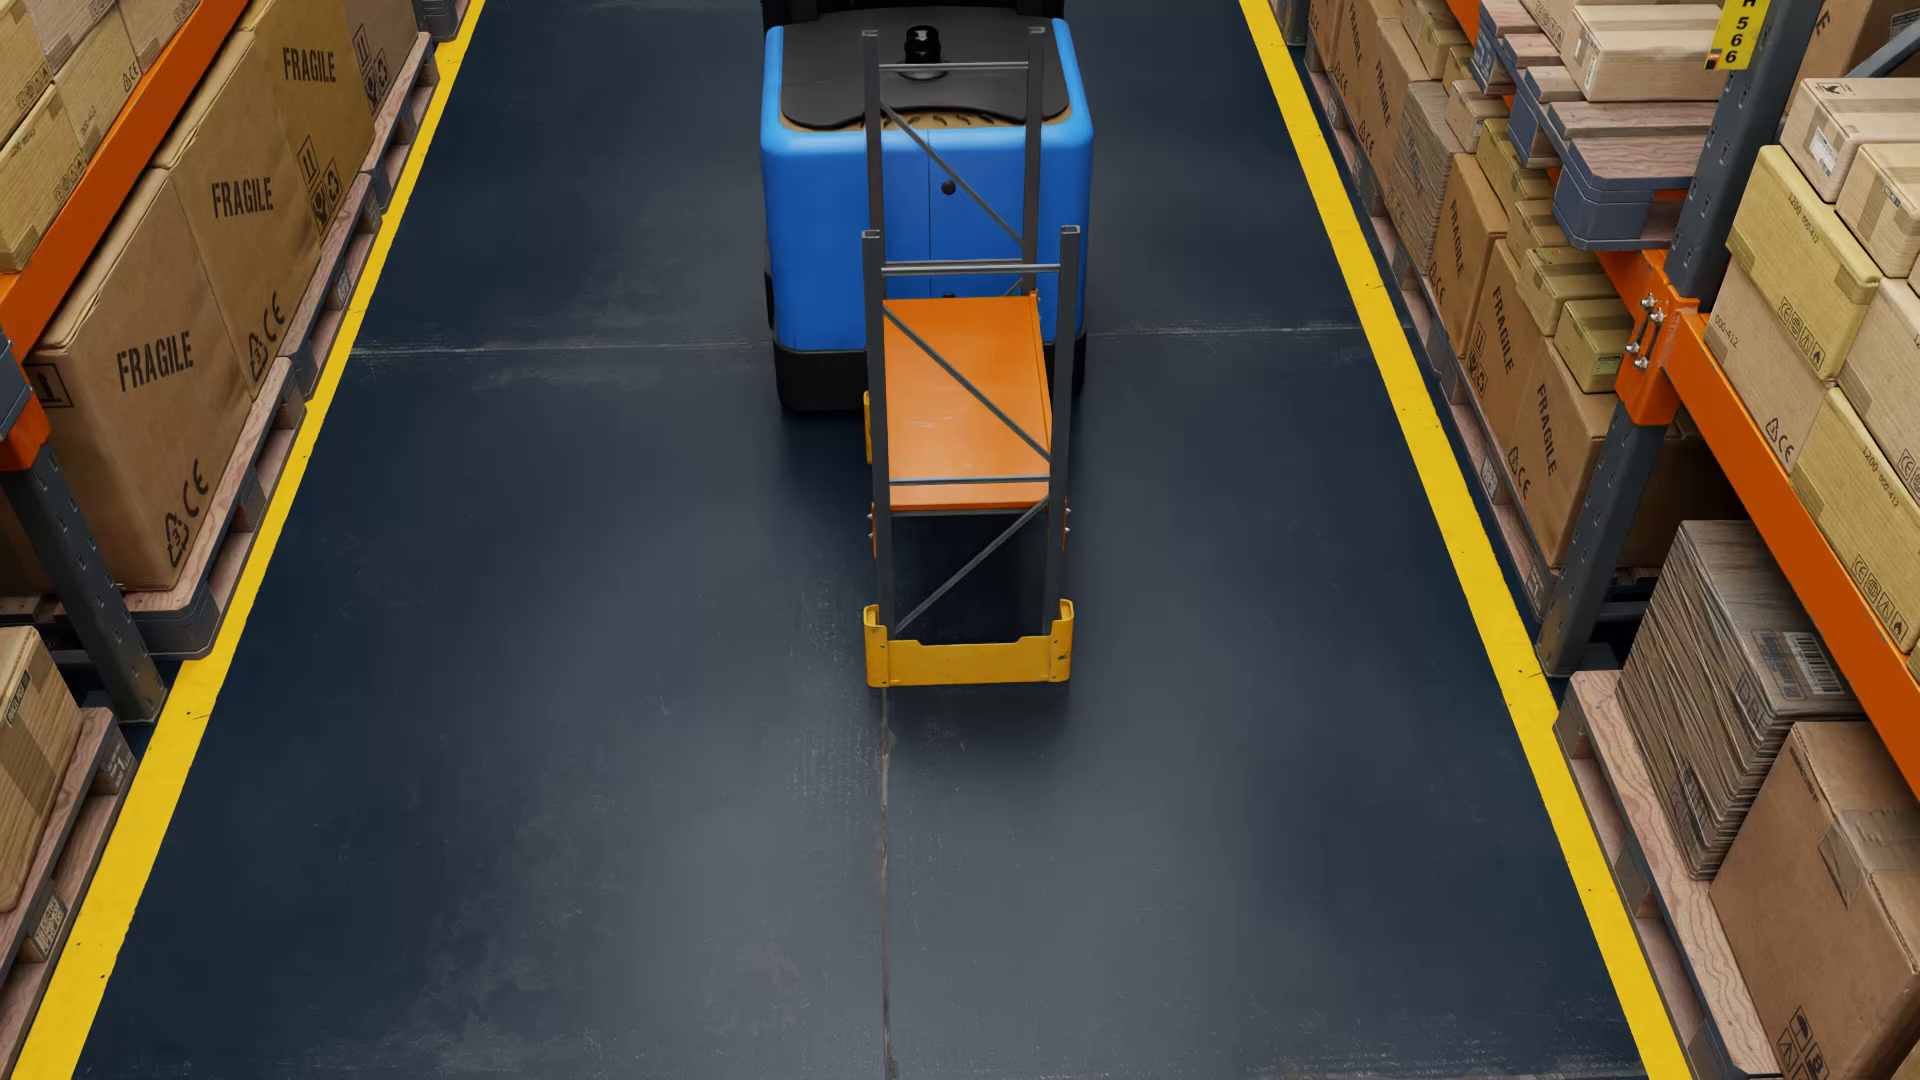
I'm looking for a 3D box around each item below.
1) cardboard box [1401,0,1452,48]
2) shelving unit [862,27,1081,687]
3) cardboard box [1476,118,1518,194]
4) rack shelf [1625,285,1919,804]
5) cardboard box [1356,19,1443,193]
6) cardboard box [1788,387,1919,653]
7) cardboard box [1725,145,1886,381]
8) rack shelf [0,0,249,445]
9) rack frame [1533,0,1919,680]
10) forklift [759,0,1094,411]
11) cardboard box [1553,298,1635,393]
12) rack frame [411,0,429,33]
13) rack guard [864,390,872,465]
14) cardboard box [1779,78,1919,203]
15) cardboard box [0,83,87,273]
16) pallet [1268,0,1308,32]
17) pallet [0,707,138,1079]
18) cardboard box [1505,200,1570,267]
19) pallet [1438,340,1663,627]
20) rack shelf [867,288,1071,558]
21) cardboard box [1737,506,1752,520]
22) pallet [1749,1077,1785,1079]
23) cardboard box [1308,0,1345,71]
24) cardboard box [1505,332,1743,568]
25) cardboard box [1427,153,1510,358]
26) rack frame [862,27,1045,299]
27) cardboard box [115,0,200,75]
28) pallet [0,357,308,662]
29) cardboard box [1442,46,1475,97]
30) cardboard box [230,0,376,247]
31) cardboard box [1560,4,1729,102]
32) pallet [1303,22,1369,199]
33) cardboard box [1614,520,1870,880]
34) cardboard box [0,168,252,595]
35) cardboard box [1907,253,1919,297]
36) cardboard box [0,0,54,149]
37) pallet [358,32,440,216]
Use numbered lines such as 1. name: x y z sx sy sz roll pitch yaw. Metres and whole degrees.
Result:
1. cardboard box: 1.881 -1.968 6.236 0.380 0.149 0.250 -2 43 -2
2. shelving unit: 0.003 -0.501 4.687 0.587 1.500 1.083 -2 43 -2
3. cardboard box: 1.931 -1.266 5.470 0.380 0.149 0.250 -2 43 -2
4. rack shelf: 2.277 0.858 2.626 1.077 0.370 4.000 -2 43 -2
5. cardboard box: 1.867 -1.662 6.382 0.500 0.500 0.500 -3 43 -3
6. cardboard box: 1.983 -0.056 3.202 0.500 0.250 0.500 -2 43 -3
7. cardboard box: 1.941 -0.579 3.403 0.500 0.250 0.500 -2 43 -2
8. rack shelf: -2.852 -1.697 5.414 1.077 0.370 4.000 -2 43 -2
9. rack frame: 2.192 -0.757 3.856 1.000 3.000 0.127 -2 43 -2
10. forklift: -0.184 -2.502 5.810 1.130 2.935 3.031 -2 43 -3
11. cardboard box: 1.918 -0.556 4.696 0.380 0.149 0.250 -4 43 -4
12. rack frame: -2.937 -3.313 6.644 1.000 3.000 0.127 -2 43 -2
13. rack guard: -0.018 -0.377 5.476 0.587 0.250 0.087 -2 43 -2
14. cardboard box: 1.911 -0.810 3.359 0.380 0.149 0.250 0 43 -1
15. cardboard box: -2.537 -0.895 4.117 0.500 0.250 0.500 -2 43 -3
16. pallet: 1.993 -2.893 8.250 1.003 0.211 1.213 -2 43 -2
17. pallet: -2.736 0.943 4.065 1.003 0.211 1.213 -2 43 -2
18. cardboard box: 1.908 -0.918 5.091 0.380 0.149 0.250 -3 43 -3
19. pallet: 2.198 -0.234 5.349 1.003 0.211 1.213 -2 43 -2
20. rack shelf: 0.004 -0.363 4.802 0.538 0.185 1.000 -2 43 -2
21. cardboard box: 2.454 -0.283 4.878 0.500 0.500 0.500 0 43 0
22. pallet: 2.236 1.649 3.294 1.003 0.211 1.213 -2 43 -2
23. cardboard box: 1.817 -2.358 7.142 0.500 0.500 0.500 0 43 0
24. cardboard box: 1.959 -0.270 4.864 0.500 0.500 0.500 -1 43 -1
25. cardboard box: 1.923 -0.961 5.618 0.500 0.500 0.500 0 43 0
26. rack frame: -0.018 -0.838 5.055 0.500 1.500 0.032 -2 43 -2
27. cardboard box: -2.593 -1.595 4.881 0.500 0.250 0.500 0 43 0
28. pallet: -2.726 -0.119 5.223 1.003 0.211 1.213 -2 43 -2
29. cardboard box: 1.930 -1.619 5.856 0.380 0.149 0.250 -1 43 -2
30. cardboard box: -2.785 -1.658 6.101 0.875 0.875 0.875 -1 43 -1
31. cardboard box: 1.780 -1.252 4.271 0.380 0.149 0.250 -1 43 -1
32. pallet: 2.094 -1.882 7.147 1.003 0.211 1.213 -2 43 -2
33. cardboard box: 2.204 0.385 4.057 0.875 0.625 0.625 0 43 0
34. cardboard box: -2.714 -0.452 4.785 0.875 0.875 0.875 -2 43 -2
35. cardboard box: 1.960 -0.457 2.974 0.380 0.149 0.250 -1 43 -1
36. cardboard box: -2.542 -1.090 3.961 0.500 0.250 0.500 -2 43 -2
37. pallet: -2.829 -1.766 7.020 1.003 0.211 1.213 -2 43 -2
